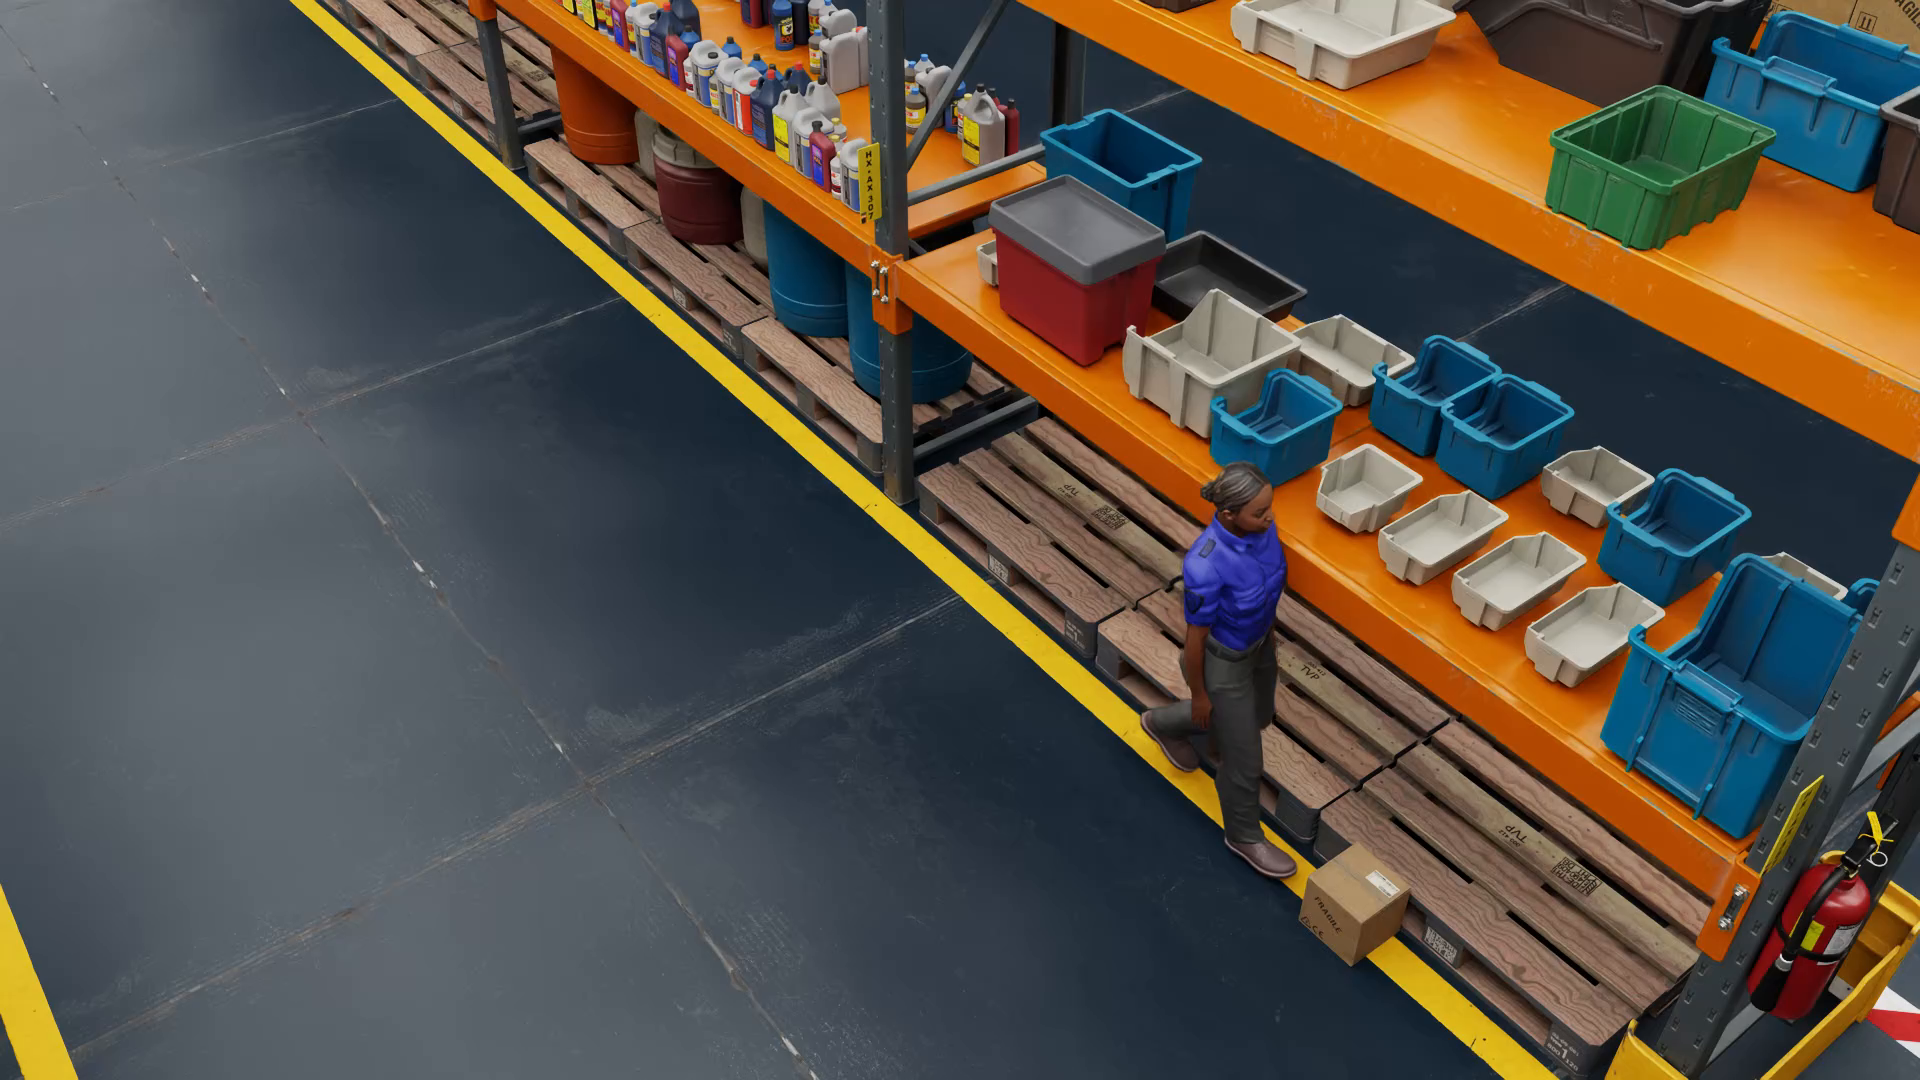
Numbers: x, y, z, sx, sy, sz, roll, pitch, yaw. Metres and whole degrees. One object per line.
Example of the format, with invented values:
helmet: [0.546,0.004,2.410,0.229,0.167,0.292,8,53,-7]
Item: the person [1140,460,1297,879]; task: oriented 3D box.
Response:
person: [0.941,0.403,5.673,0.779,1.625,0.464,25,47,27]
